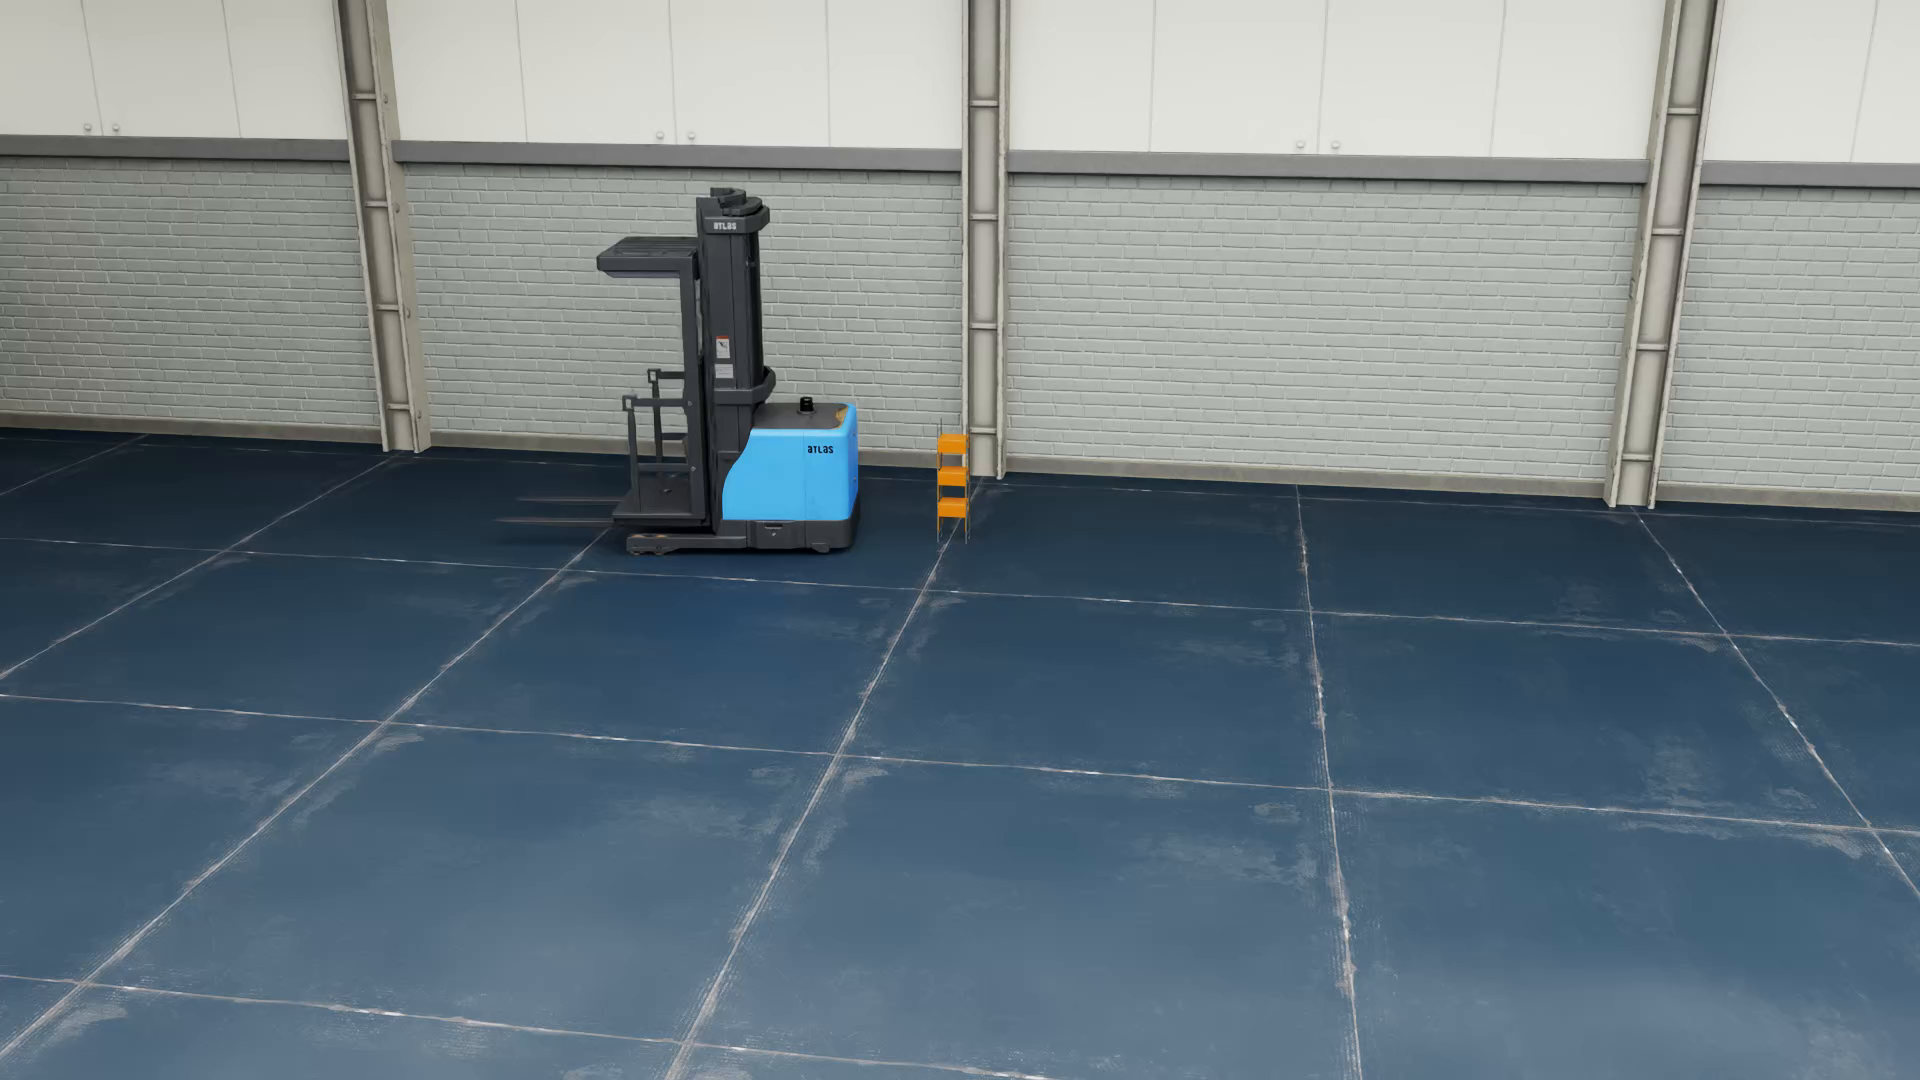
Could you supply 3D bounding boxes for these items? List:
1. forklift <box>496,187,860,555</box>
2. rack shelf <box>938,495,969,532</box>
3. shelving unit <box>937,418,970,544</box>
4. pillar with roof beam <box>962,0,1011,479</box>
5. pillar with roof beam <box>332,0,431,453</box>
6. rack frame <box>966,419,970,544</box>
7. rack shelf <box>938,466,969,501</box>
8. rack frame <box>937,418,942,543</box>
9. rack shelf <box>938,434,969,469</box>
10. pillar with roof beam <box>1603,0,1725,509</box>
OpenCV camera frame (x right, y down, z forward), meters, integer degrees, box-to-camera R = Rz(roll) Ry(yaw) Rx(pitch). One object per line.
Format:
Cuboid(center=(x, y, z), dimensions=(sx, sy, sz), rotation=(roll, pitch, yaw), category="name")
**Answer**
Cuboid(center=(-2.410, -1.433, 13.966), dimensions=(3.031, 2.935, 1.130), rotation=(0, 19, 1), category="forklift")
Cuboid(center=(-0.053, -0.227, 14.236), dimensions=(0.240, 0.259, 0.215), rotation=(3, 19, 9), category="rack shelf")
Cuboid(center=(-0.053, -0.501, 14.145), dimensions=(0.252, 1.050, 0.215), rotation=(3, 19, 9), category="shelving unit")
Cuboid(center=(-0.447, -3.564, 10.772), dimensions=(0.400, 9.000, 9.100), rotation=(3, 19, 9), category="pillar with roof beam")
Cuboid(center=(-6.371, -3.866, 11.675), dimensions=(0.400, 9.000, 9.100), rotation=(3, 19, 9), category="pillar with roof beam")
Cuboid(center=(0.068, -0.494, 14.126), dimensions=(0.008, 1.050, 0.200), rotation=(3, 19, 9), category="rack frame")
Cuboid(center=(-0.053, -0.491, 14.148), dimensions=(0.240, 0.259, 0.215), rotation=(3, 19, 9), category="rack shelf")
Cuboid(center=(-0.173, -0.507, 14.163), dimensions=(0.008, 1.050, 0.200), rotation=(3, 19, 9), category="rack frame")
Cuboid(center=(-0.053, -0.760, 14.058), dimensions=(0.240, 0.259, 0.215), rotation=(3, 19, 9), category="rack shelf")
Cuboid(center=(5.477, -3.262, 9.870), dimensions=(0.400, 9.000, 9.100), rotation=(3, 19, 9), category="pillar with roof beam")
